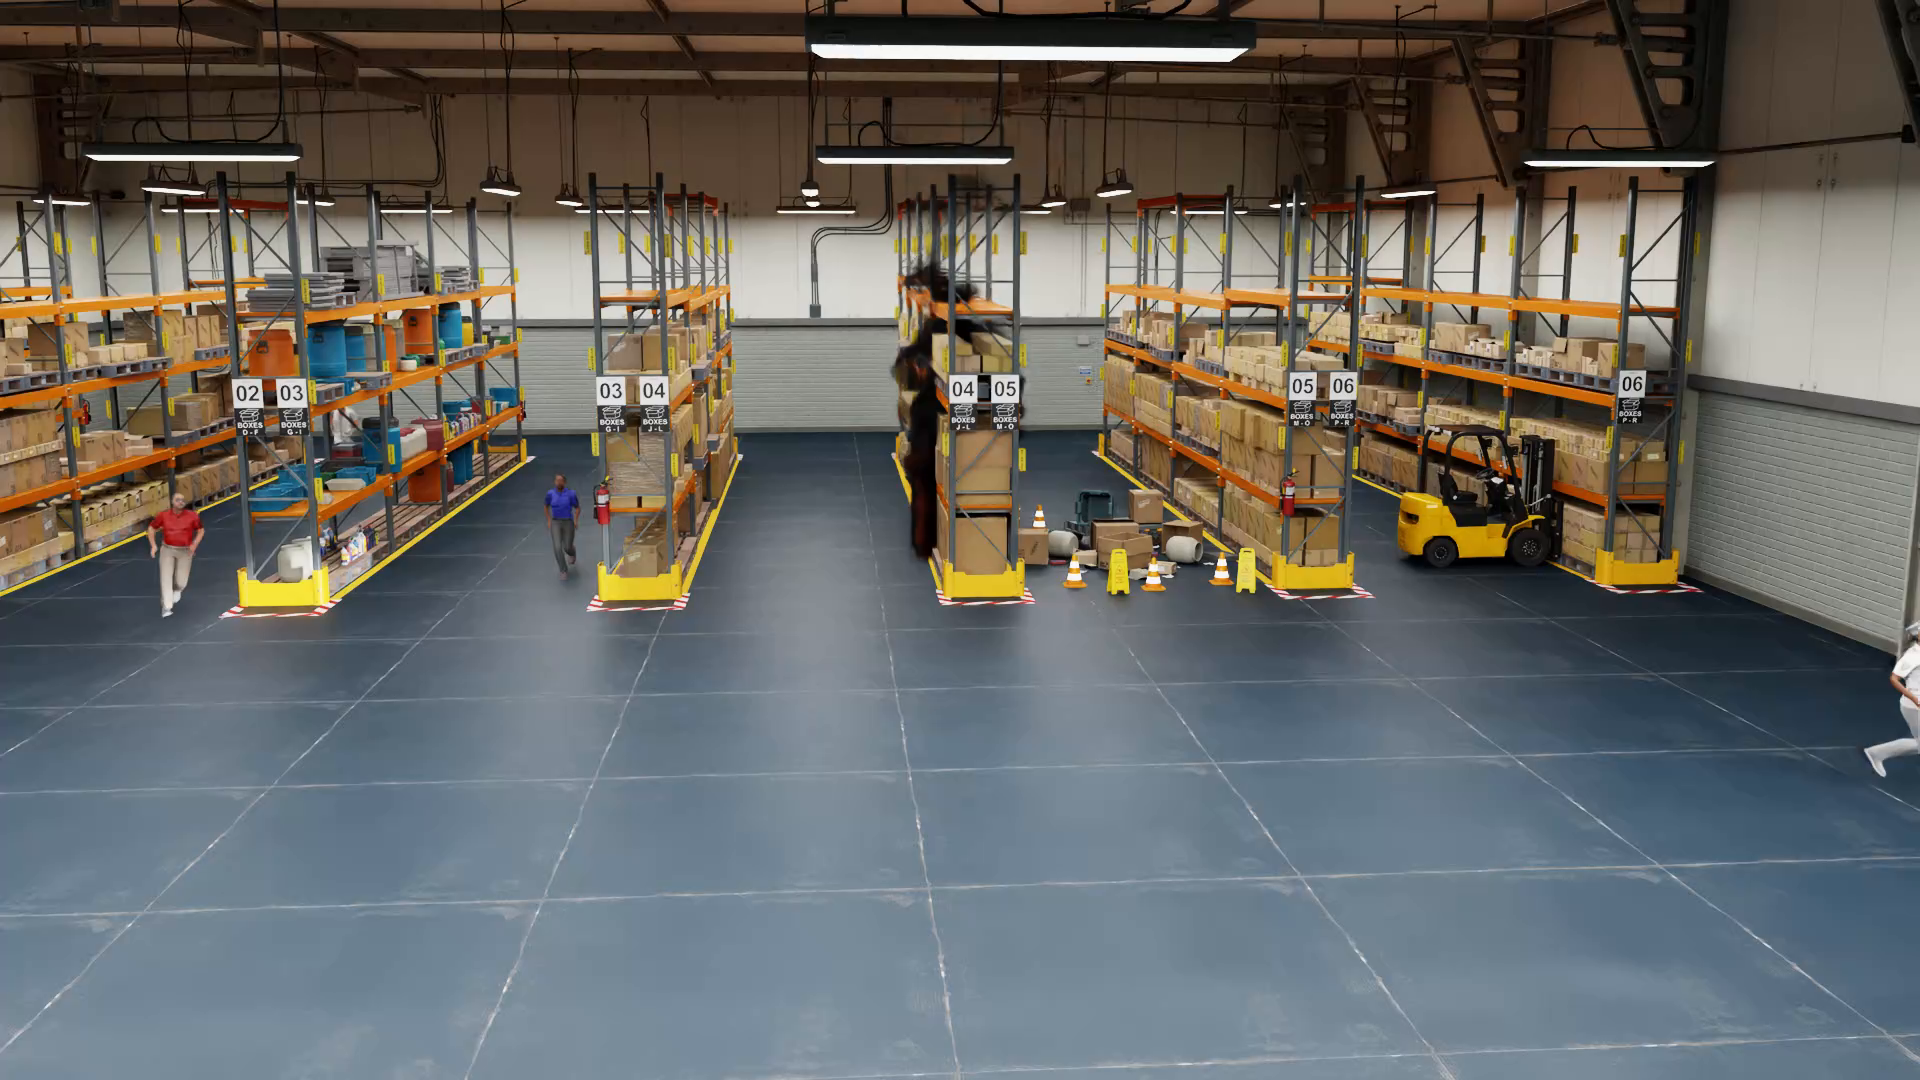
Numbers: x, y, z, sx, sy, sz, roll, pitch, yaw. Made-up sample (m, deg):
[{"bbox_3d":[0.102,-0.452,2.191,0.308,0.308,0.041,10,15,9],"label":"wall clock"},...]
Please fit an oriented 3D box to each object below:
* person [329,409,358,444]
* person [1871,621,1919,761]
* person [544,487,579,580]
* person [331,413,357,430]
[{"bbox_3d":[-13.414,-2.127,36.235,0.629,1.531,1.040,-2,10,-12],"label":"person"},{"bbox_3d":[8.768,1.490,15.257,0.588,1.606,0.710,-10,14,-44],"label":"person"},{"bbox_3d":[-6.088,-0.131,25.501,0.527,1.384,0.683,-1,10,-7],"label":"person"},{"bbox_3d":[-13.834,-2.384,37.243,0.576,1.681,0.942,-1,10,-4],"label":"person"}]
